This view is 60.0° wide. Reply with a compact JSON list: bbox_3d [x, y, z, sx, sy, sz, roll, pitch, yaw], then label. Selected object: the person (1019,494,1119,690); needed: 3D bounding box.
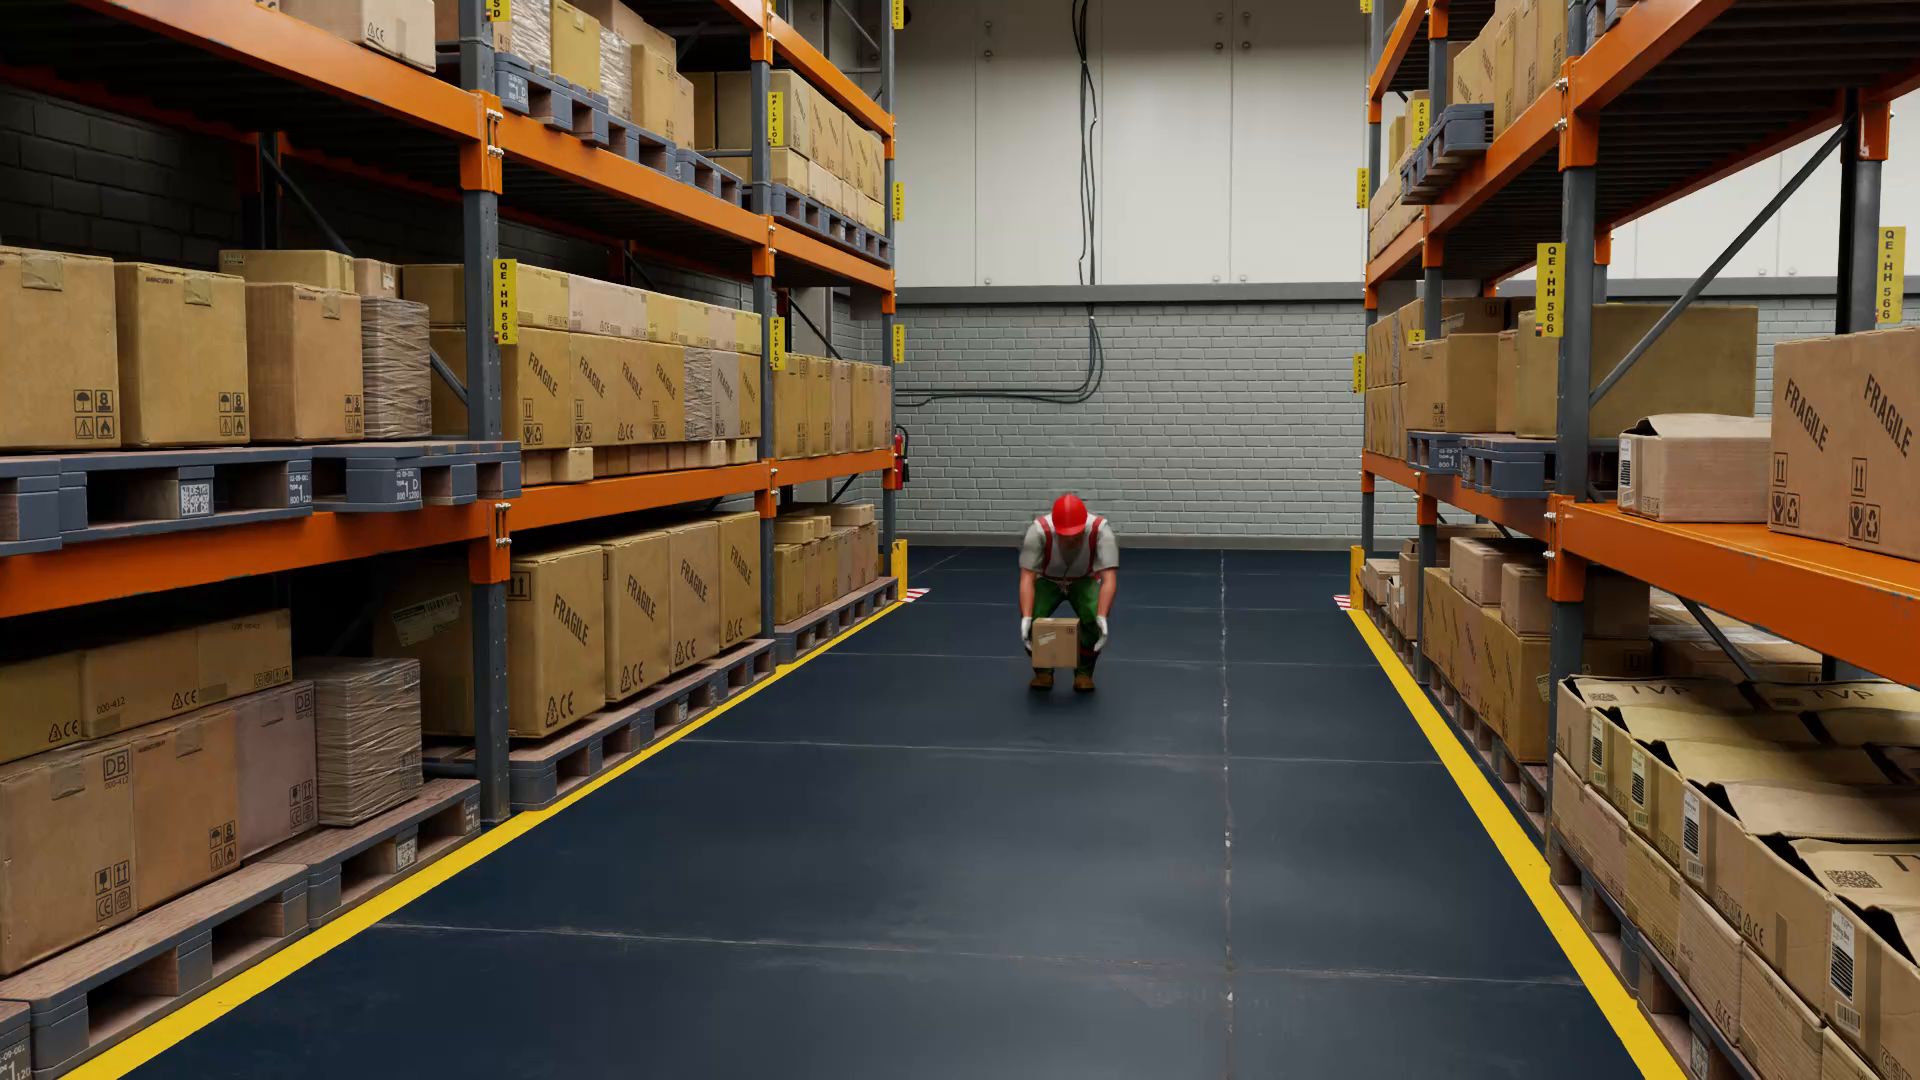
[{"bbox_3d":[0.639,0.299,9.666,0.582,1.158,0.850,1,4,9],"label":"person"}]
